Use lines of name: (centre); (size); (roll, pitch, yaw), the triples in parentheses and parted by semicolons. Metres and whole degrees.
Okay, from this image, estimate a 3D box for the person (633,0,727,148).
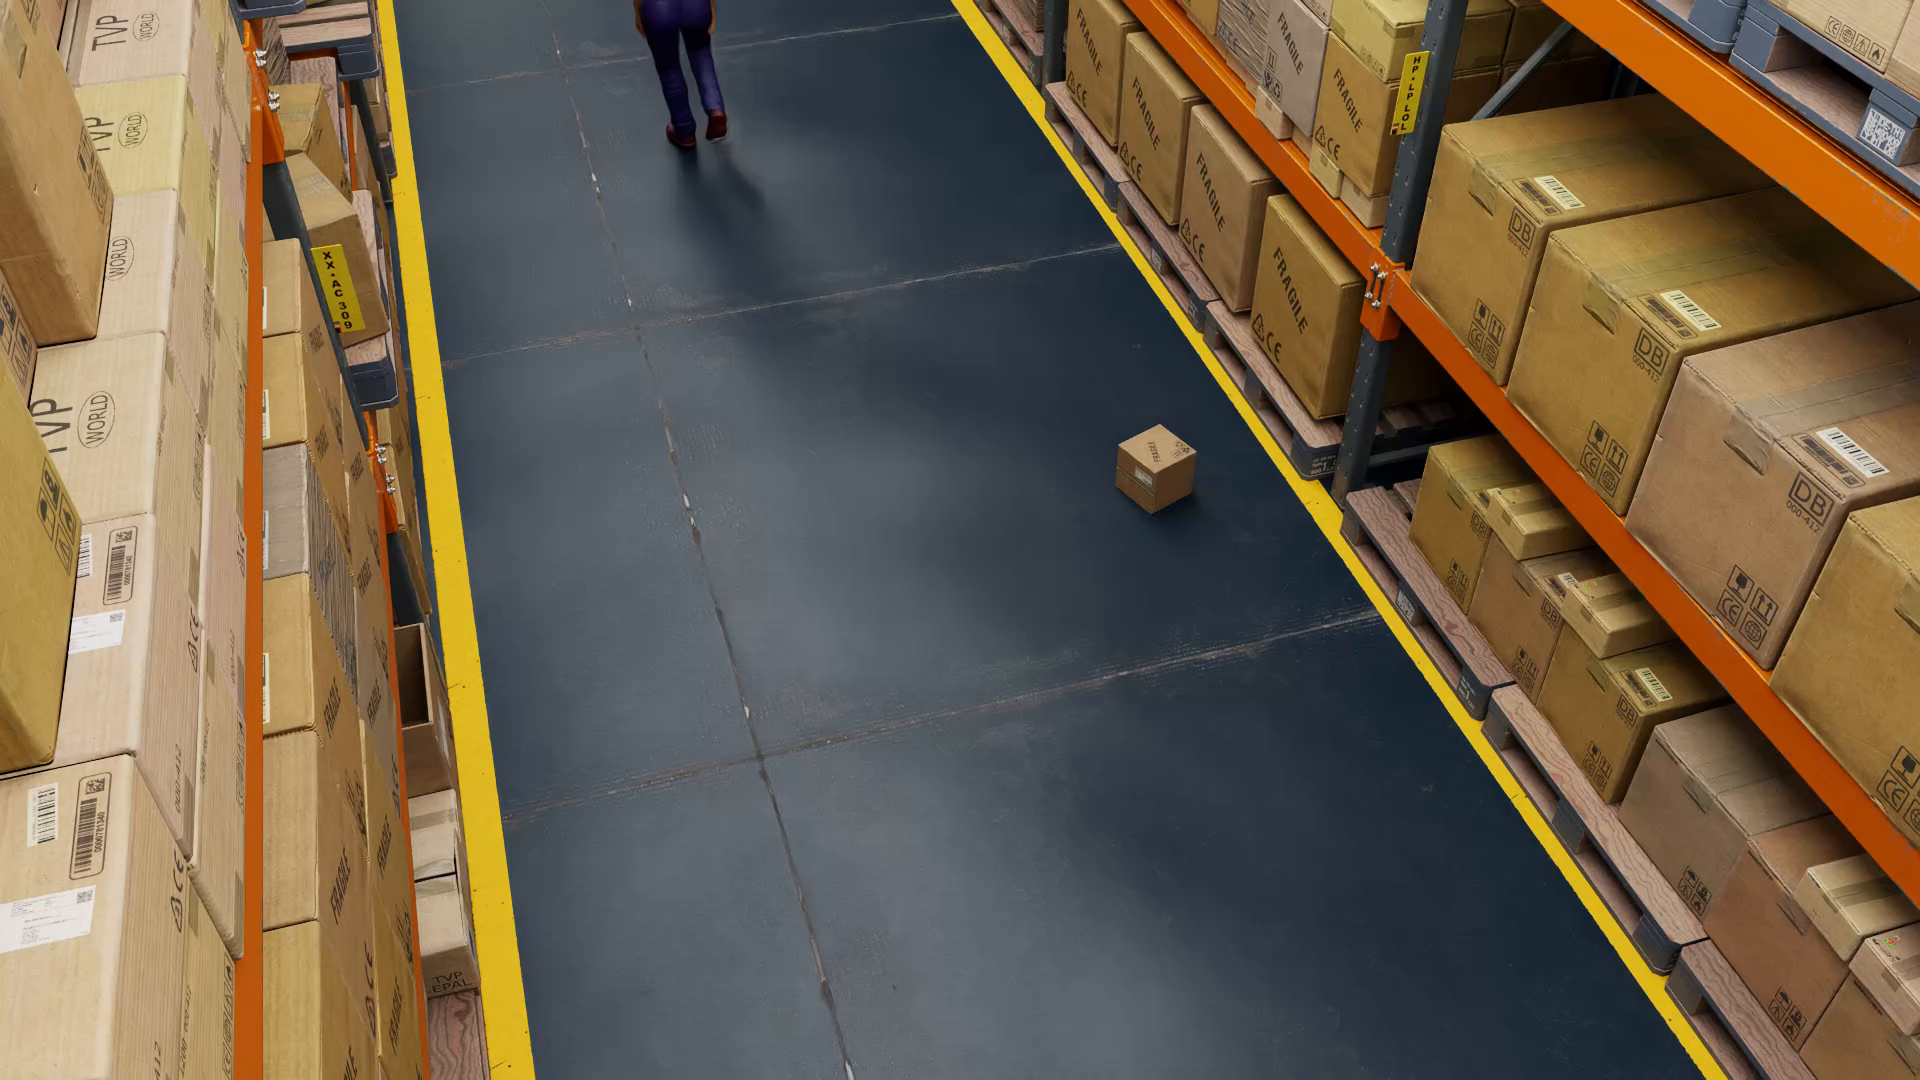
person: (-1.619, -3.002, 9.432); (0.475, 1.633, 0.459); (-19, 46, -19)
